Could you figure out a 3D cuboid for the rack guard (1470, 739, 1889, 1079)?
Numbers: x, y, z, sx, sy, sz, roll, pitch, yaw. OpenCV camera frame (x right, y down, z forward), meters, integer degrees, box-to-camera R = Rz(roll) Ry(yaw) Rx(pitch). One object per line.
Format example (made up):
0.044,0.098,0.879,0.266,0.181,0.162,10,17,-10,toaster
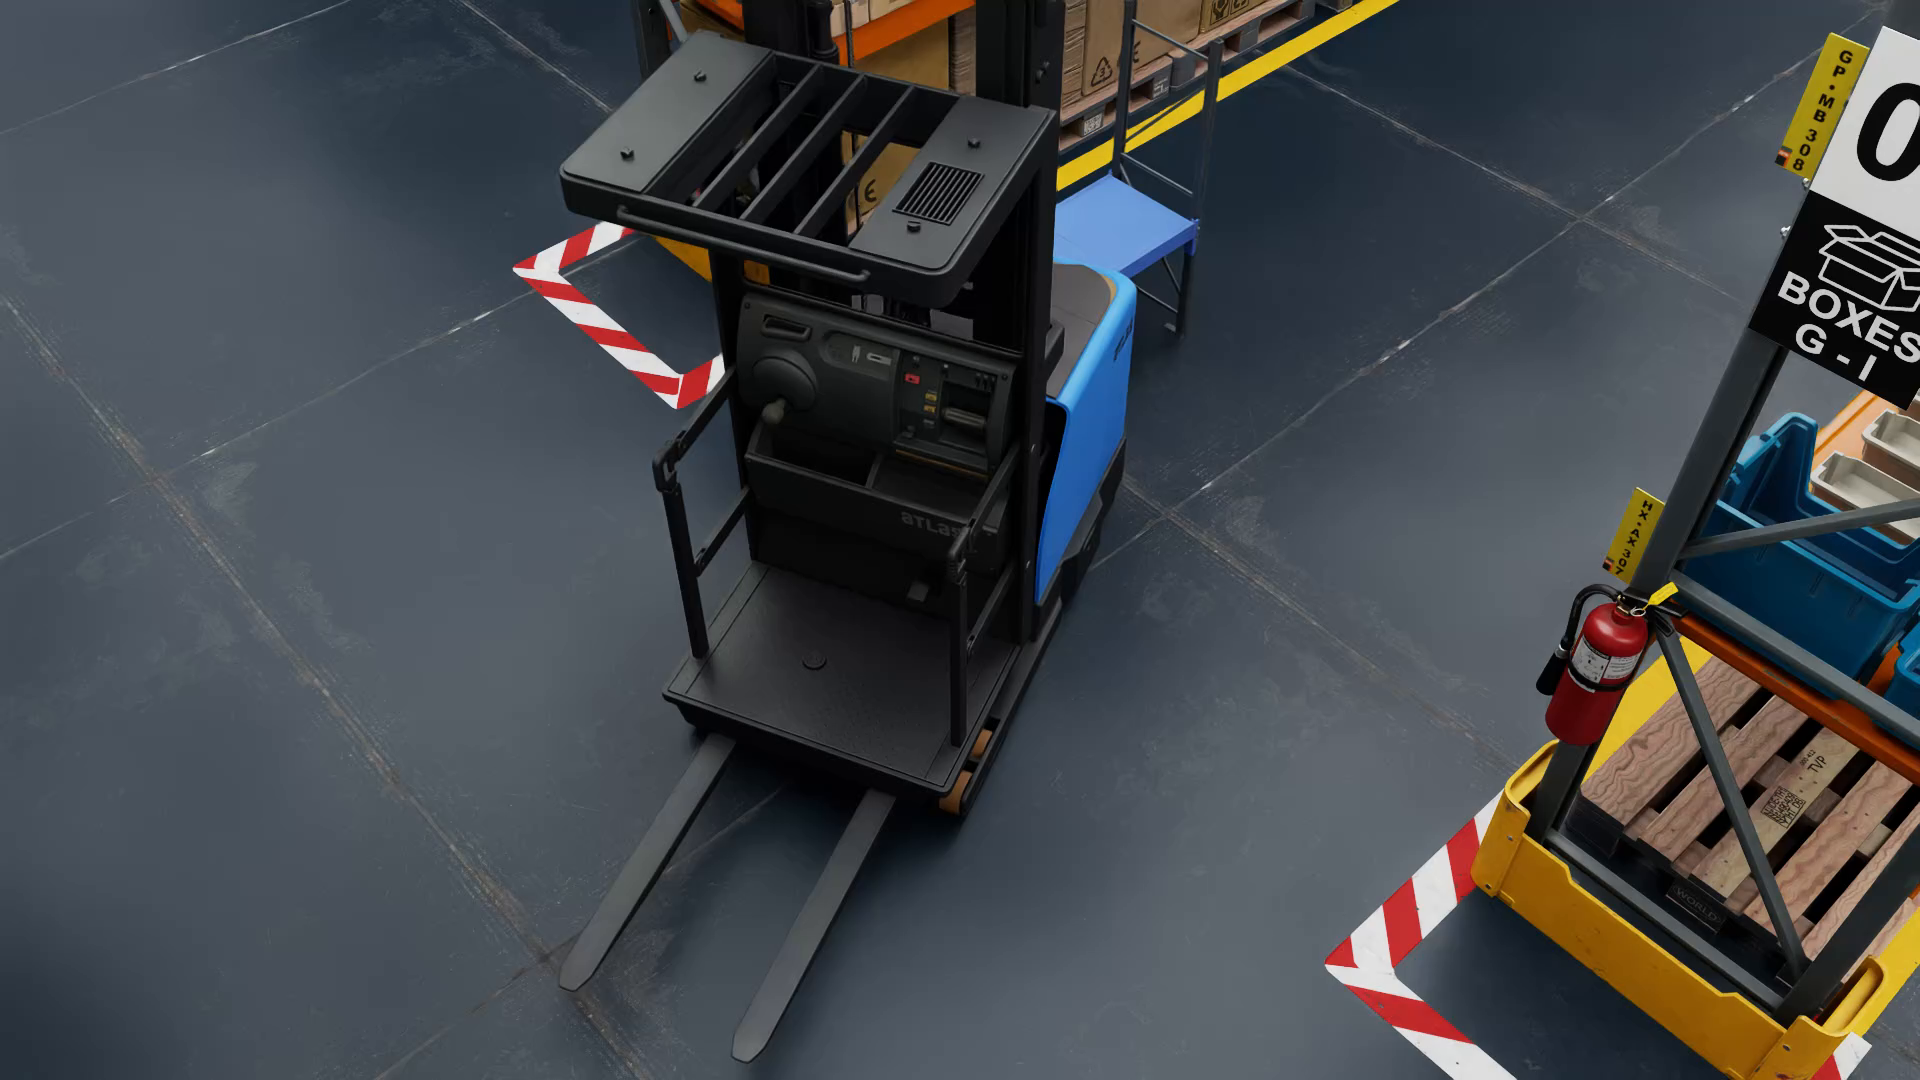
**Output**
2.241,1.207,5.296,0.348,0.500,1.175,-34,56,-27,rack guard

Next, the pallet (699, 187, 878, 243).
-0.543,-1.845,8.309,1.213,0.211,1.003,-34,56,-27,pallet

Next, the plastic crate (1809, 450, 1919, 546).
2.731,-0.092,4.932,0.243,0.136,0.396,-34,56,-27,plastic crate

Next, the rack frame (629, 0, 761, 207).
-1.082,-2.353,6.880,0.127,3.000,1.000,-34,56,-27,rack frame

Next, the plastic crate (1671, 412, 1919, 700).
2.372,0.041,4.606,0.499,0.435,0.616,-34,56,-27,plastic crate

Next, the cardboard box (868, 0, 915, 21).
-0.409,-2.391,7.086,0.250,0.149,0.380,-35,56,-28,cardboard box

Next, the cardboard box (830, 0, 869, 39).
-0.598,-2.263,6.968,0.250,0.149,0.380,-33,55,-27,cardboard box

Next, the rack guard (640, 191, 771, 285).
-1.100,-1.493,7.787,0.348,0.500,1.175,-34,56,-27,rack guard

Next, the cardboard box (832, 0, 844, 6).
-0.546,-2.493,6.909,0.500,0.250,0.500,-35,56,-28,cardboard box

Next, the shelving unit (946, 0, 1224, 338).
0.484,-1.315,6.943,1.048,1.500,0.538,-35,56,-28,shelving unit

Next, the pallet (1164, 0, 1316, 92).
1.262,-3.051,9.422,1.213,0.211,1.003,-34,56,-27,pallet

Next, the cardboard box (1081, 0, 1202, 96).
0.669,-3.024,8.660,0.875,0.875,0.875,-34,56,-27,cardboard box

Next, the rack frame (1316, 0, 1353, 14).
1.877,-4.330,8.705,0.127,3.000,1.000,-34,56,-27,rack frame

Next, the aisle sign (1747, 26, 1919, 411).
1.999,-0.665,3.553,0.004,0.787,0.394,-34,56,-27,aisle sign

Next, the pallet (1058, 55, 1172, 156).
0.359,-2.445,8.862,1.213,0.211,1.003,-34,56,-27,pallet

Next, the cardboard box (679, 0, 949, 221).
-0.663,-2.134,7.838,0.875,0.875,0.875,-34,56,-27,cardboard box

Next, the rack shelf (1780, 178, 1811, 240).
3.729,-1.421,4.469,4.000,0.370,1.077,-34,56,-27,rack shelf

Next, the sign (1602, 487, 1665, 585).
1.868,-0.006,4.603,0.005,0.325,0.100,-34,56,-27,sign

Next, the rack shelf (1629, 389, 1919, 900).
3.729,-0.404,5.571,4.000,0.370,1.077,-34,56,-27,rack shelf

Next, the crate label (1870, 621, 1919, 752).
2.654,0.434,4.382,0.303,0.233,0.416,-34,56,-27,crate label

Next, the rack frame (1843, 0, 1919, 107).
2.250,-1.694,2.190,0.127,3.000,1.000,-34,56,-27,rack frame

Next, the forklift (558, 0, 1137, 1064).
-0.360,-0.390,5.115,1.130,2.935,3.031,17,50,15,forklift

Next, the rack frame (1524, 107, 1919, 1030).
2.250,0.341,4.395,0.127,3.000,1.000,-34,56,-27,rack frame

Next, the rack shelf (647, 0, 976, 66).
0.397,-3.097,8.057,4.000,0.370,1.077,-34,56,-27,rack shelf

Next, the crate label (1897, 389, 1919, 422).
3.145,-0.378,5.197,0.243,0.136,0.396,-34,56,-27,crate label

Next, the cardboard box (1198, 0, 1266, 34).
1.335,-3.469,9.070,0.875,0.875,0.875,-34,56,-27,cardboard box

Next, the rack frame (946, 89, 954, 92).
0.116,-1.058,6.705,0.032,1.500,0.500,-35,56,-28,rack frame

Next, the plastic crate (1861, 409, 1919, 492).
2.955,-0.227,5.057,0.243,0.136,0.396,-34,56,-27,plastic crate

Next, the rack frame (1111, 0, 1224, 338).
0.853,-1.572,7.180,0.032,1.500,0.500,-35,56,-28,rack frame

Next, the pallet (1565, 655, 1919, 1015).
2.886,0.900,5.776,1.213,0.211,1.003,-34,56,-27,pallet

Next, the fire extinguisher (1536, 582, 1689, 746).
1.832,0.321,4.719,0.183,0.674,0.296,-34,56,-27,fire extinguisher

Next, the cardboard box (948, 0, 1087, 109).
0.011,-2.584,8.254,0.875,0.875,0.875,-34,56,-27,cardboard box

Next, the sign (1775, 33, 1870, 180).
1.868,-0.932,3.599,0.005,0.325,0.100,-34,56,-27,sign

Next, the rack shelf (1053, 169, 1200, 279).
0.484,-1.193,7.075,1.000,0.185,0.538,-35,56,-28,rack shelf
